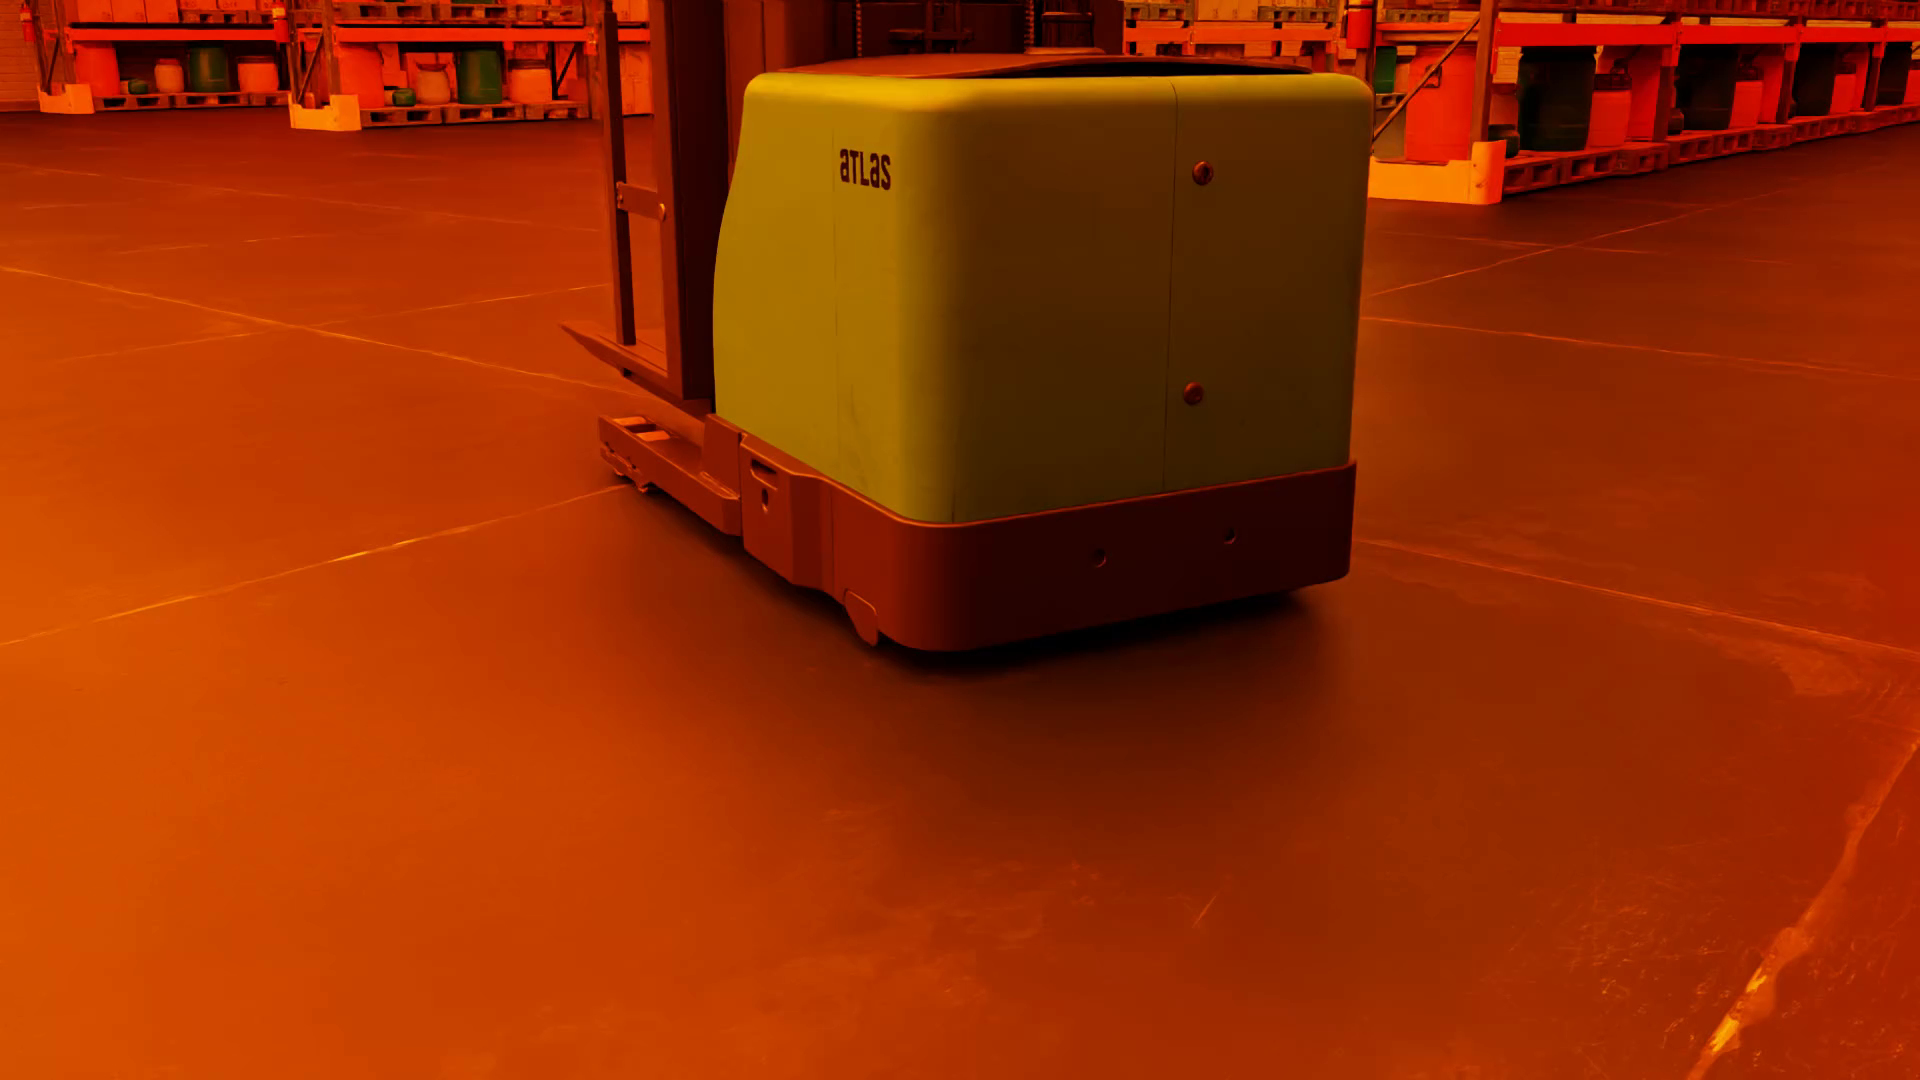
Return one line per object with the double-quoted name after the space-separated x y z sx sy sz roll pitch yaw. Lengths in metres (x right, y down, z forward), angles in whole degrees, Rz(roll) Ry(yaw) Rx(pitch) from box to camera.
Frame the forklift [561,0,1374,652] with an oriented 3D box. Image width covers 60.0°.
-0.324 -1.578 4.094 1.130 2.935 3.031 -9 19 -27 "forklift"
